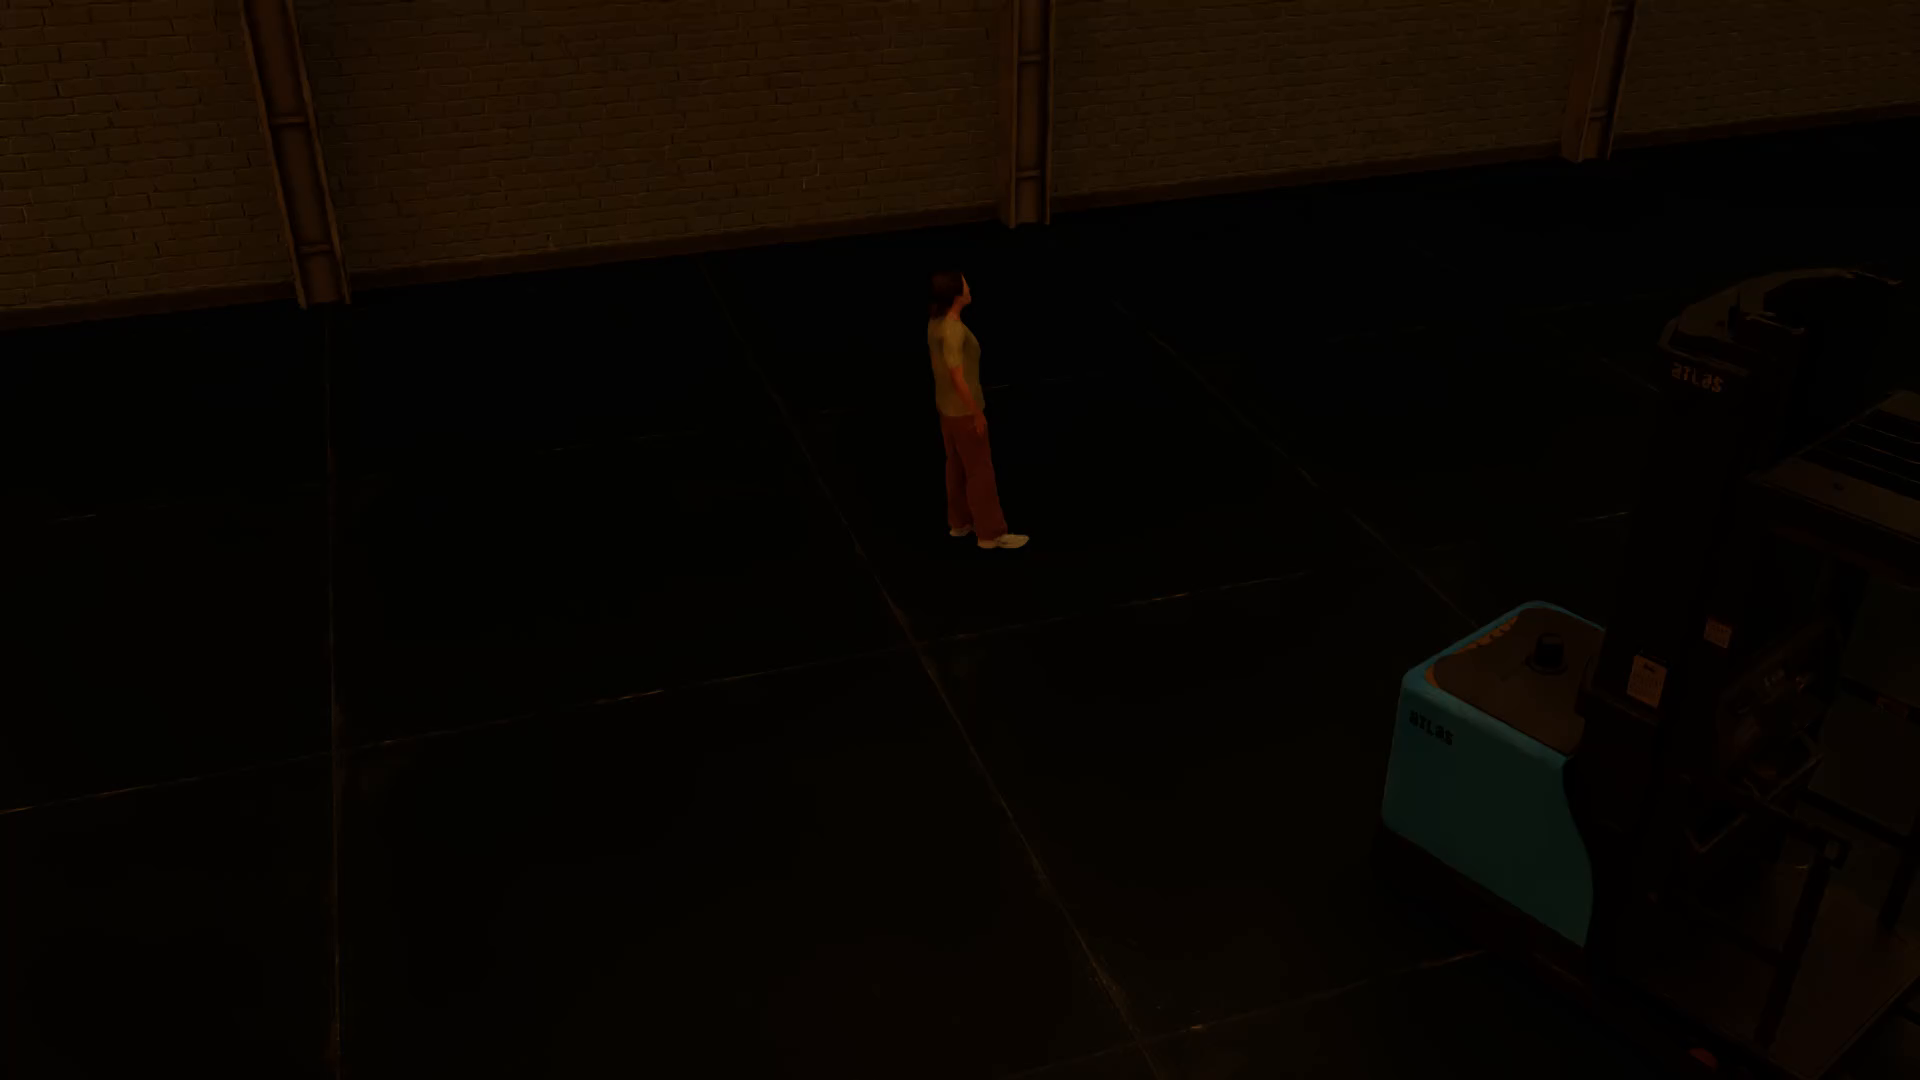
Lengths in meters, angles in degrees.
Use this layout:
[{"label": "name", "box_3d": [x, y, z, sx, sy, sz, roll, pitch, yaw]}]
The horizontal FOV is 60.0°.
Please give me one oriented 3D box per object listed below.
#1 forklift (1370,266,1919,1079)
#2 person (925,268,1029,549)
[{"label": "forklift", "box_3d": [3.152, 0.628, 5.996, 1.130, 2.935, 3.031, -22, 37, -34]}, {"label": "person", "box_3d": [0.073, -0.773, 9.596, 0.549, 1.673, 0.554, -10, 31, -16]}]
